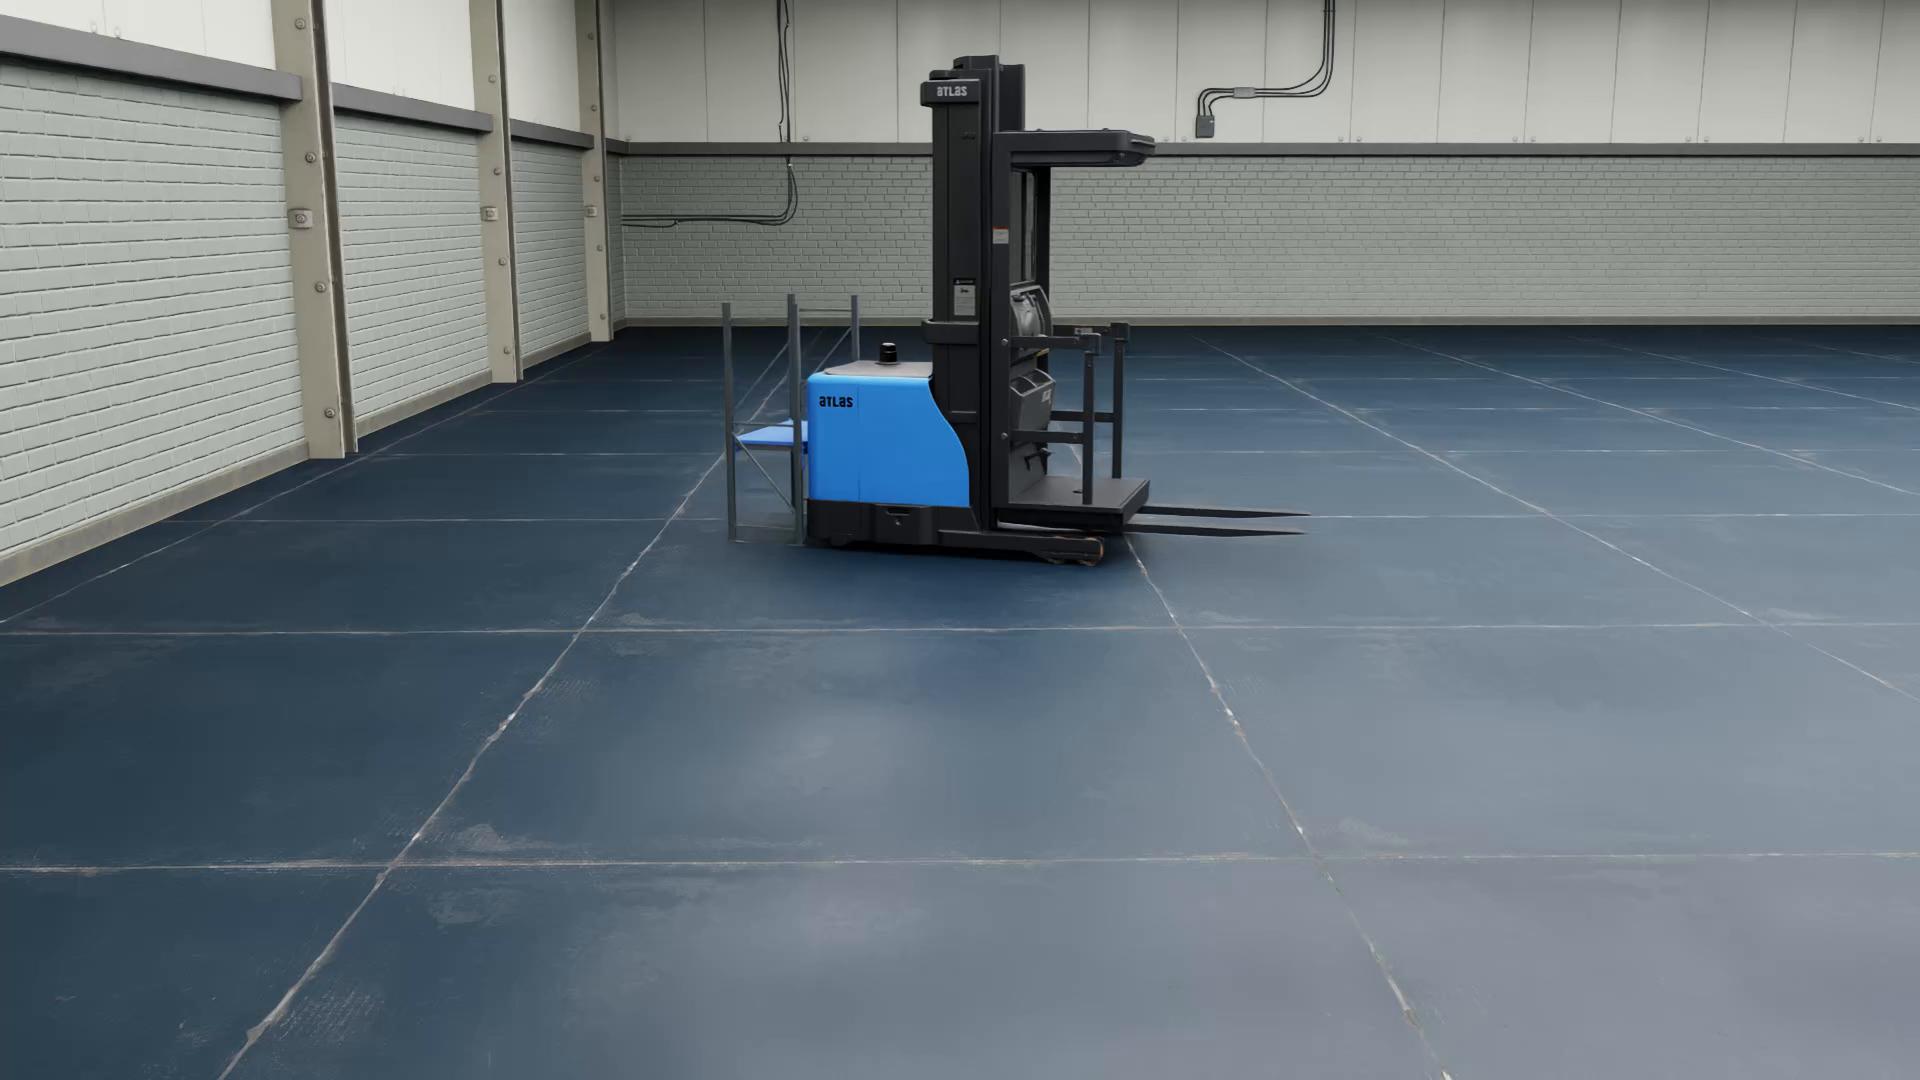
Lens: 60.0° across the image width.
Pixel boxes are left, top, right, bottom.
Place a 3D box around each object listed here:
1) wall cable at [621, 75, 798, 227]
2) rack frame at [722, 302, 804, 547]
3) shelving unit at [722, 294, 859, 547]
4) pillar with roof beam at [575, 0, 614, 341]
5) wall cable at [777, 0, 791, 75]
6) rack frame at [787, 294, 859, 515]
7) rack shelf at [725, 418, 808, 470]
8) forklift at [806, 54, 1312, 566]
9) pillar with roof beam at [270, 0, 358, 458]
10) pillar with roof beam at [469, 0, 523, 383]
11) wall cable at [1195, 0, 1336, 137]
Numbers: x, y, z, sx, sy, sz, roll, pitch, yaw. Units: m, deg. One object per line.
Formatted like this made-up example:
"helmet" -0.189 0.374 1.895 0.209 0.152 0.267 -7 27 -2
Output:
"wall cable" -4.319 -6.588 28.210 3.097 2.526 0.112 0 11 -1
"rack frame" -1.216 -0.709 10.282 0.500 1.500 0.032 4 12 17
"shelving unit" -1.065 -0.806 10.758 0.538 1.500 1.048 4 12 17
"pillar with roof beam" -1.276 -7.537 25.075 9.100 9.000 0.400 0 11 -1
"wall cable" -1.614 -9.074 27.763 3.097 2.526 0.112 0 11 -1
"rack frame" -0.915 -0.902 11.234 0.500 1.500 0.032 4 12 17
"rack shelf" -1.065 -0.629 10.794 0.538 0.185 1.000 4 12 17
"forklift" 0.624 -1.402 10.100 3.031 2.935 1.130 3 12 15
"pillar with roof beam" -1.028 -5.151 13.317 9.100 9.000 0.400 0 11 -1
"pillar with roof beam" -1.152 -6.344 19.196 9.100 9.000 0.400 0 11 -1
"wall cable" 5.173 -9.813 27.740 2.305 6.003 0.169 0 11 -1
